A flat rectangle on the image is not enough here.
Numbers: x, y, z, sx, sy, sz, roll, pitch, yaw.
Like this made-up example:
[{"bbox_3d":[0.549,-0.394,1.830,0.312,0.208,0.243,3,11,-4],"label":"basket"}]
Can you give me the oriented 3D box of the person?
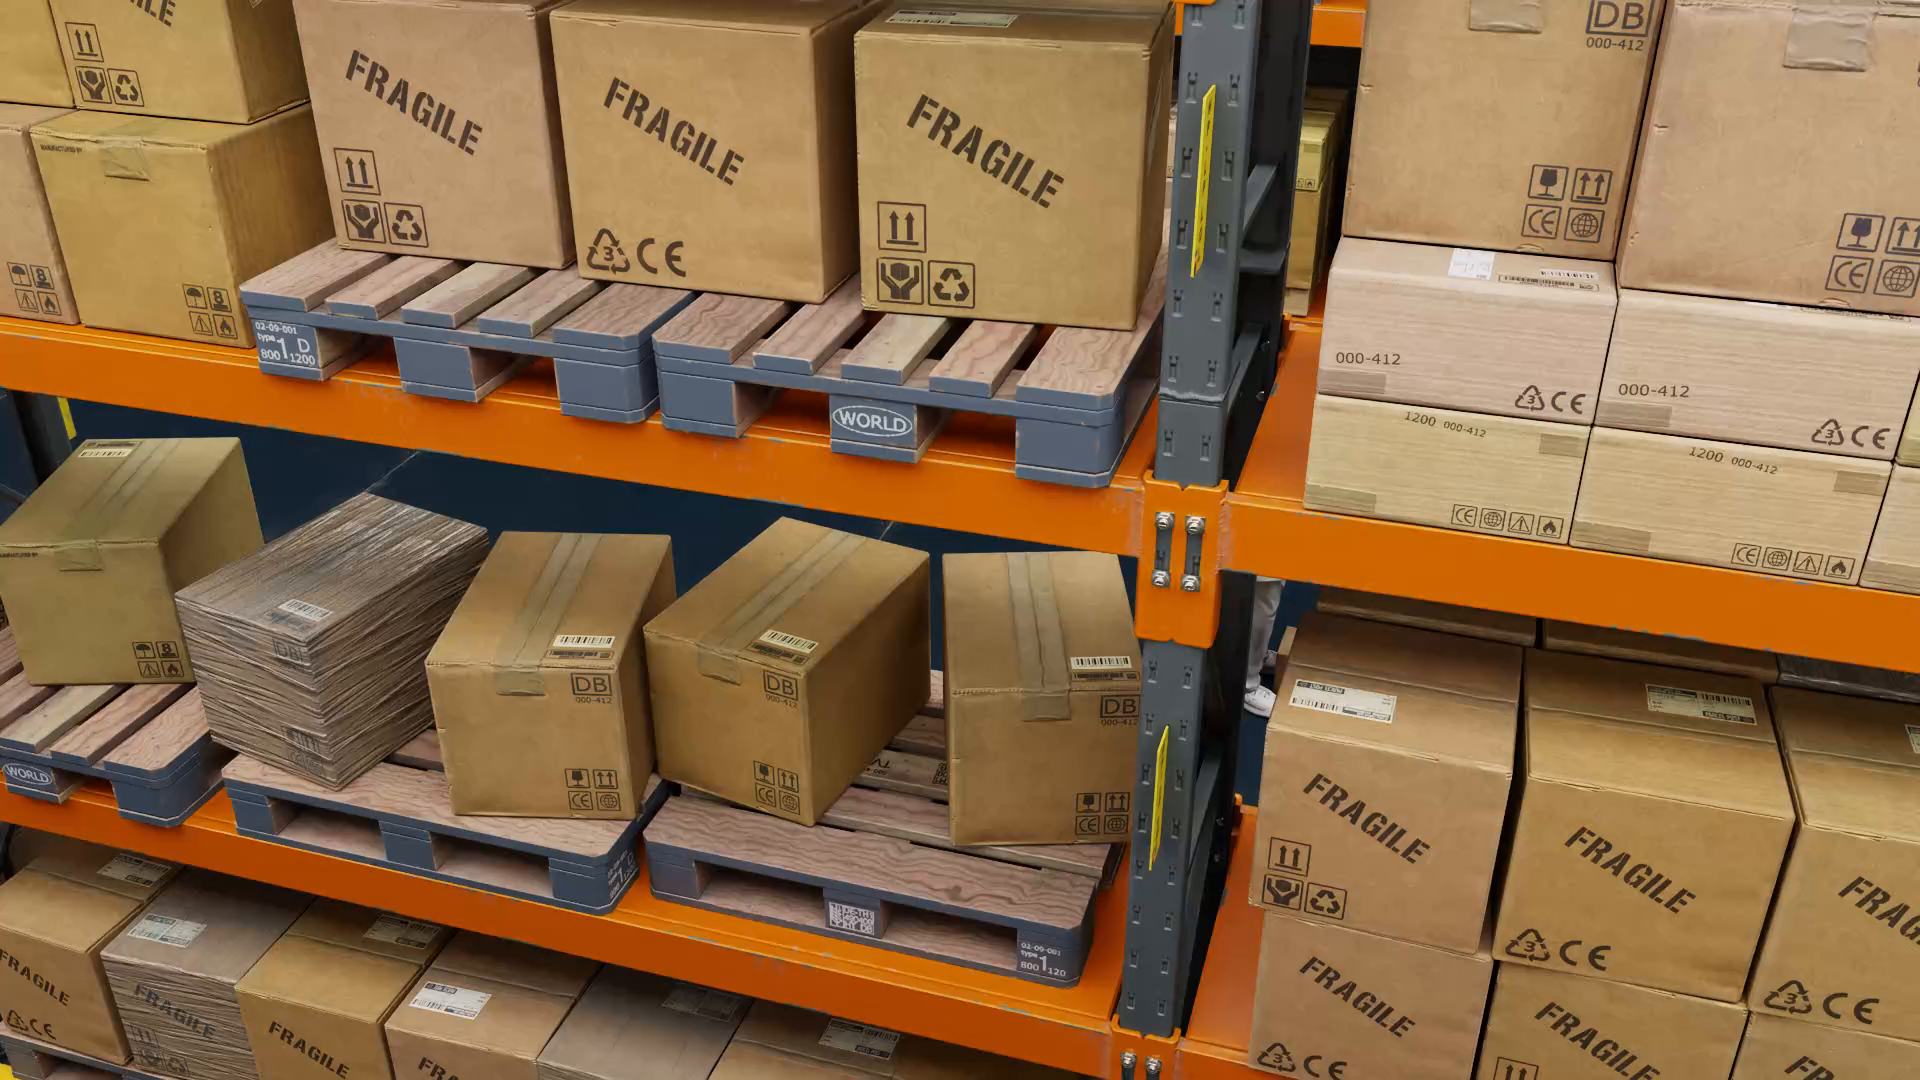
[{"bbox_3d":[1.358,-0.113,7.346,0.421,1.774,0.642,8,30,15],"label":"person"}]
